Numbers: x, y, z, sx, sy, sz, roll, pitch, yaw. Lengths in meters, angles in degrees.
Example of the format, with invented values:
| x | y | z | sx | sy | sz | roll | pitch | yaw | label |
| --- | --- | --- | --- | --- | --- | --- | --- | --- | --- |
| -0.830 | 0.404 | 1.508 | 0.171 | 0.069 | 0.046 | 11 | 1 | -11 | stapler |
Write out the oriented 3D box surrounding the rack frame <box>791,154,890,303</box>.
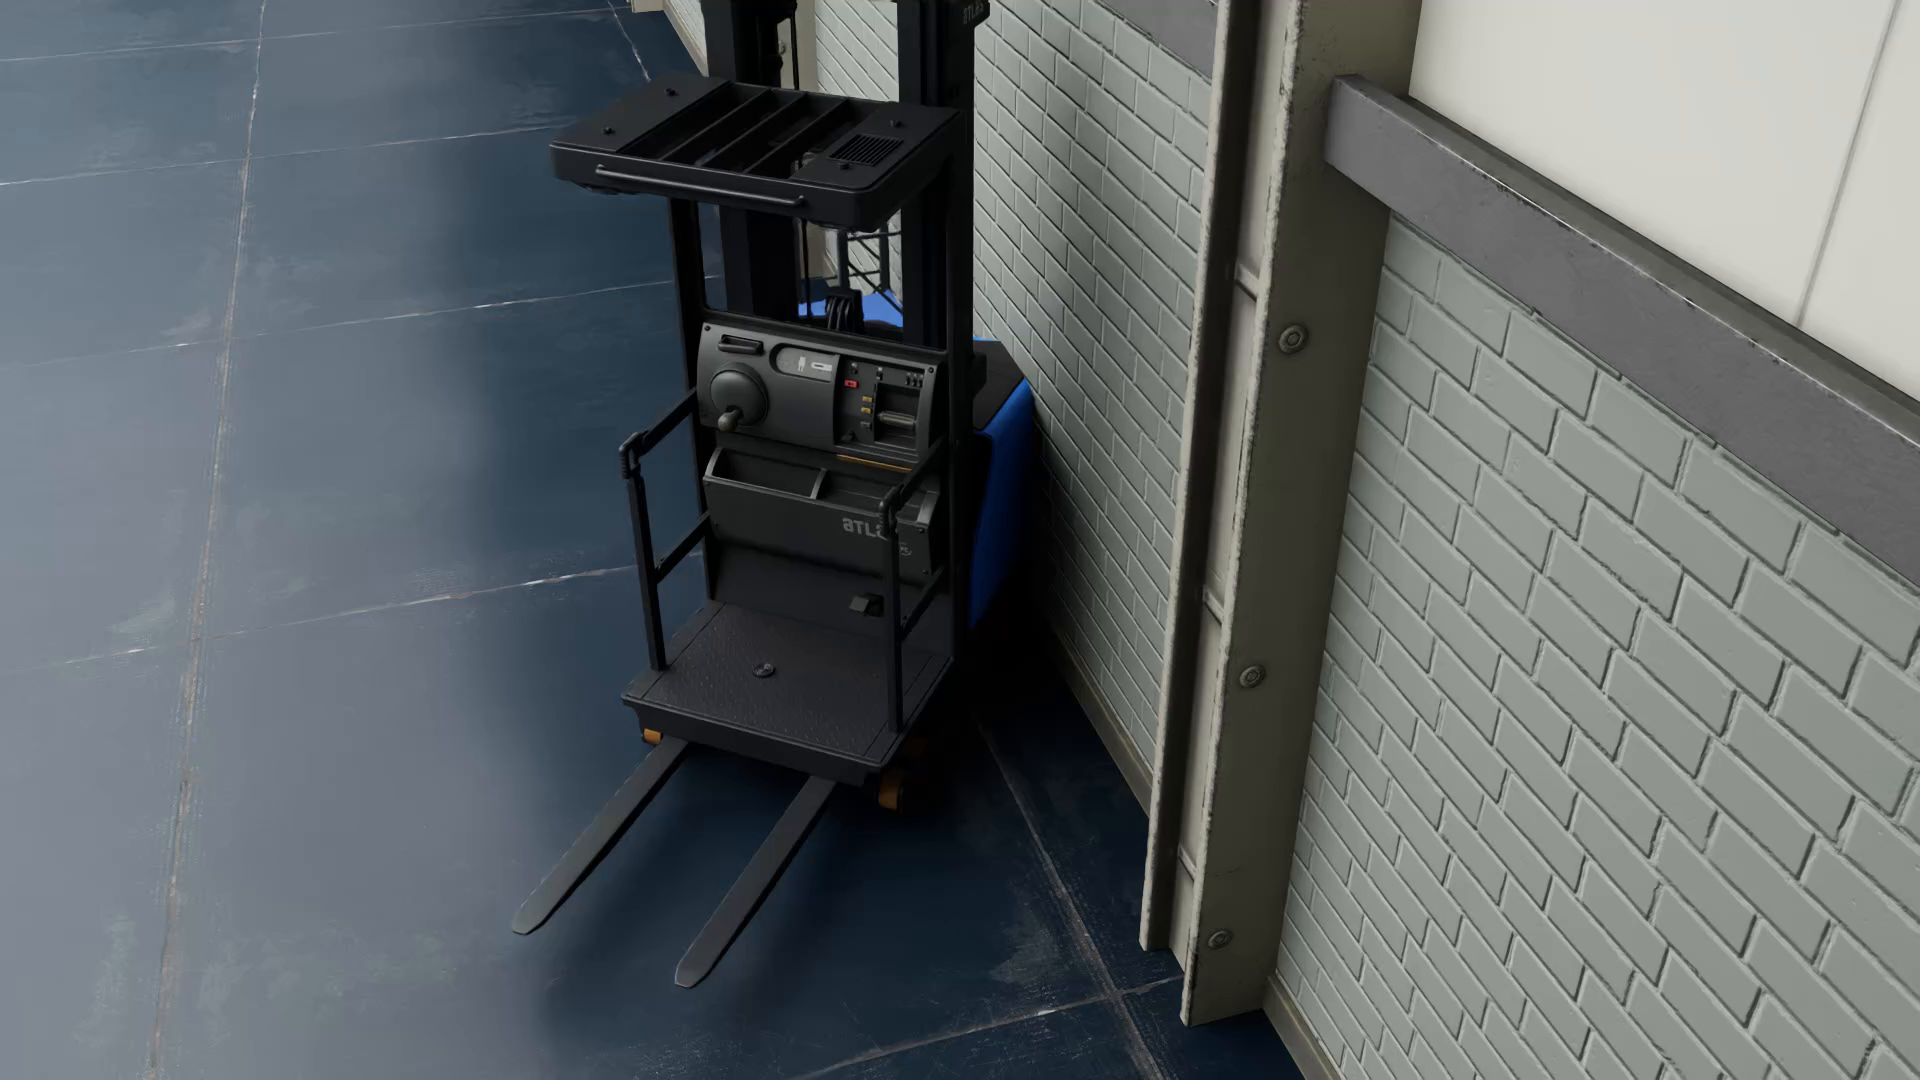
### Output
| x | y | z | sx | sy | sz | roll | pitch | yaw | label |
| --- | --- | --- | --- | --- | --- | --- | --- | --- | --- |
| -0.602 | -1.331 | 8.404 | 0.500 | 1.500 | 0.032 | -10 | 35 | -15 | rack frame |

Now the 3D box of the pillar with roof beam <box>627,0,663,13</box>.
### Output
| x | y | z | sx | sy | sz | roll | pitch | yaw | label |
| --- | --- | --- | --- | --- | --- | --- | --- | --- | --- |
| -6.943 | -7.887 | 11.523 | 9.100 | 9.000 | 0.400 | -10 | 35 | -15 | pillar with roof beam |

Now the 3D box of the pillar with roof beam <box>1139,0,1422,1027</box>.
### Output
| x | y | z | sx | sy | sz | roll | pitch | yaw | label |
| --- | --- | --- | --- | --- | --- | --- | --- | --- | --- |
| -3.283 | -1.587 | 1.988 | 9.100 | 9.000 | 0.400 | -10 | 35 | -15 | pillar with roof beam |

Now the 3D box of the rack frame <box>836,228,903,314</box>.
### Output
| x | y | z | sx | sy | sz | roll | pitch | yaw | label |
| --- | --- | --- | --- | --- | --- | --- | --- | --- | --- |
| -0.291 | -0.797 | 7.596 | 0.500 | 1.500 | 0.032 | -10 | 35 | -15 | rack frame |

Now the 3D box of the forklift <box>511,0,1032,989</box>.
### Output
| x | y | z | sx | sy | sz | roll | pitch | yaw | label |
| --- | --- | --- | --- | --- | --- | --- | --- | --- | --- |
| -0.597 | -0.473 | 5.807 | 1.130 | 2.935 | 3.031 | 12 | 35 | 18 | forklift |

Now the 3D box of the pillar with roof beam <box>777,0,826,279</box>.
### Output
| x | y | z | sx | sy | sz | roll | pitch | yaw | label |
| --- | --- | --- | --- | --- | --- | --- | --- | --- | --- |
| -5.113 | -4.737 | 6.756 | 9.100 | 9.000 | 0.400 | -10 | 35 | -15 | pillar with roof beam |

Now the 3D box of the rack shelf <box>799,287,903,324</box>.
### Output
| x | y | z | sx | sy | sz | roll | pitch | yaw | label |
| --- | --- | --- | --- | --- | --- | --- | --- | --- | --- |
| -0.446 | -0.914 | 8.099 | 0.538 | 0.185 | 1.000 | -10 | 35 | -15 | rack shelf |

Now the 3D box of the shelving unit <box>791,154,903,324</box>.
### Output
| x | y | z | sx | sy | sz | roll | pitch | yaw | label |
| --- | --- | --- | --- | --- | --- | --- | --- | --- | --- |
| -0.446 | -1.064 | 8.000 | 0.538 | 1.500 | 1.048 | -10 | 35 | -15 | shelving unit |
